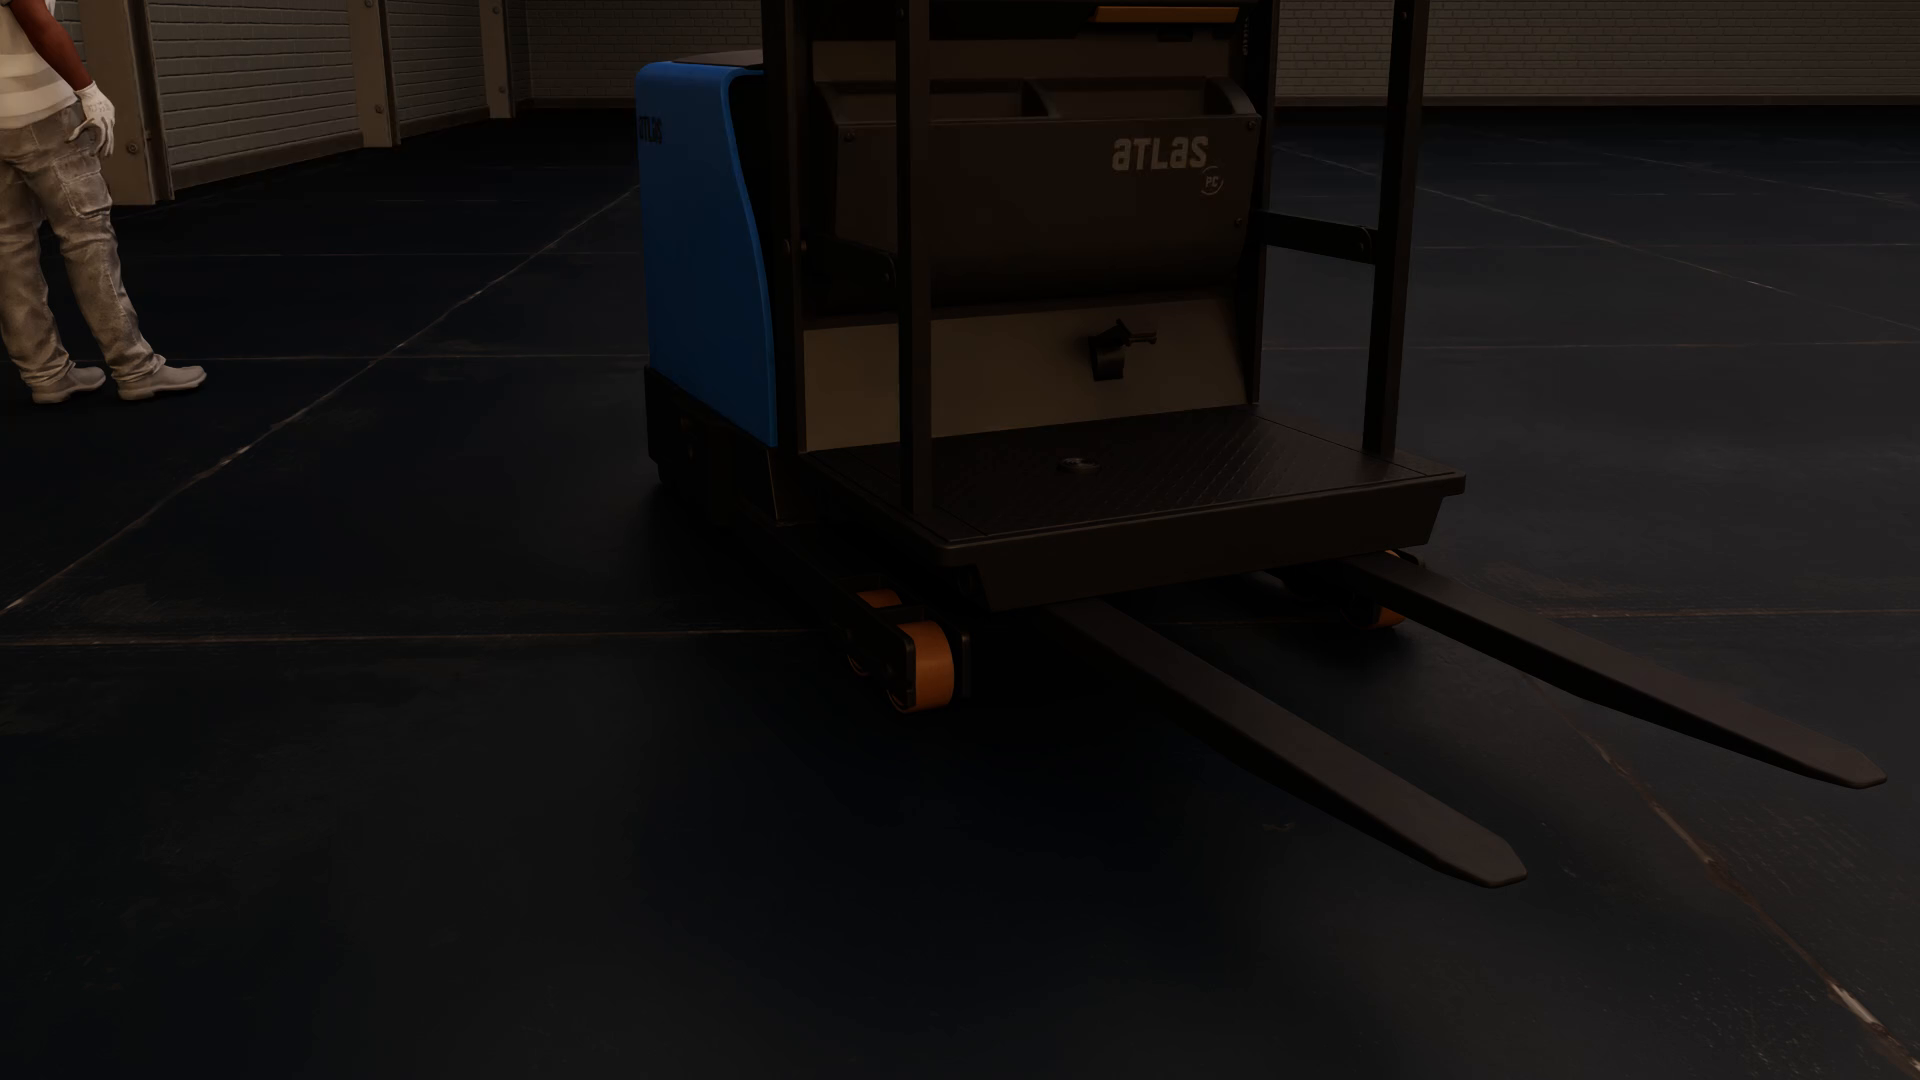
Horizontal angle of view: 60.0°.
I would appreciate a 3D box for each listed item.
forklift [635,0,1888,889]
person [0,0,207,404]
[{"bbox_3d":[0.258,-1.240,2.962,1.130,2.935,3.031,-8,19,-24],"label":"forklift"},{"bbox_3d":[-2.888,-1.323,5.170,0.657,1.783,0.578,5,18,17],"label":"person"}]
